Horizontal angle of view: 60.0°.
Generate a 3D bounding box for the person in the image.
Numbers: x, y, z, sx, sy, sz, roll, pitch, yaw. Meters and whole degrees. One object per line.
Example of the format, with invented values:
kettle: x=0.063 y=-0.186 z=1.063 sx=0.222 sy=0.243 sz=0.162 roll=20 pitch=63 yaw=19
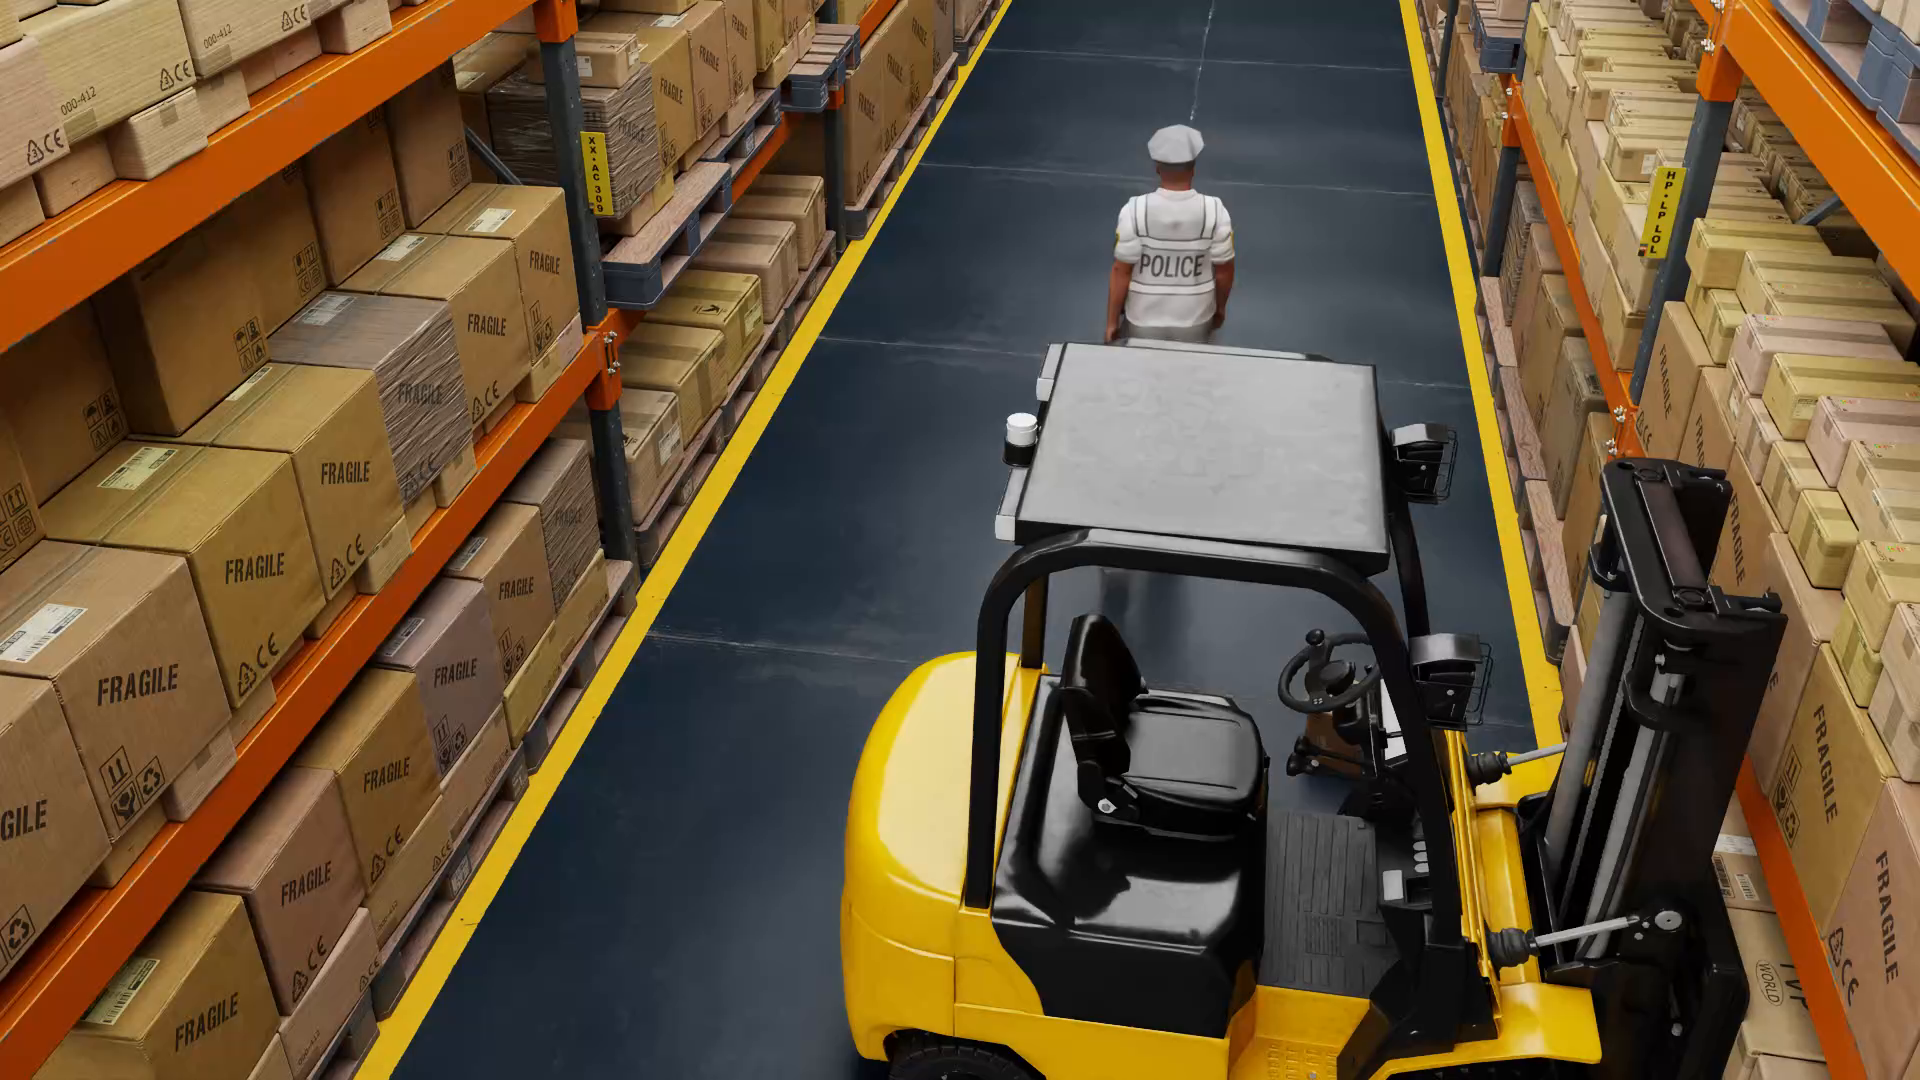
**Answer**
person: x=0.988 y=-1.093 z=7.859 sx=0.571 sy=1.787 sz=0.819 roll=5 pitch=32 yaw=7
